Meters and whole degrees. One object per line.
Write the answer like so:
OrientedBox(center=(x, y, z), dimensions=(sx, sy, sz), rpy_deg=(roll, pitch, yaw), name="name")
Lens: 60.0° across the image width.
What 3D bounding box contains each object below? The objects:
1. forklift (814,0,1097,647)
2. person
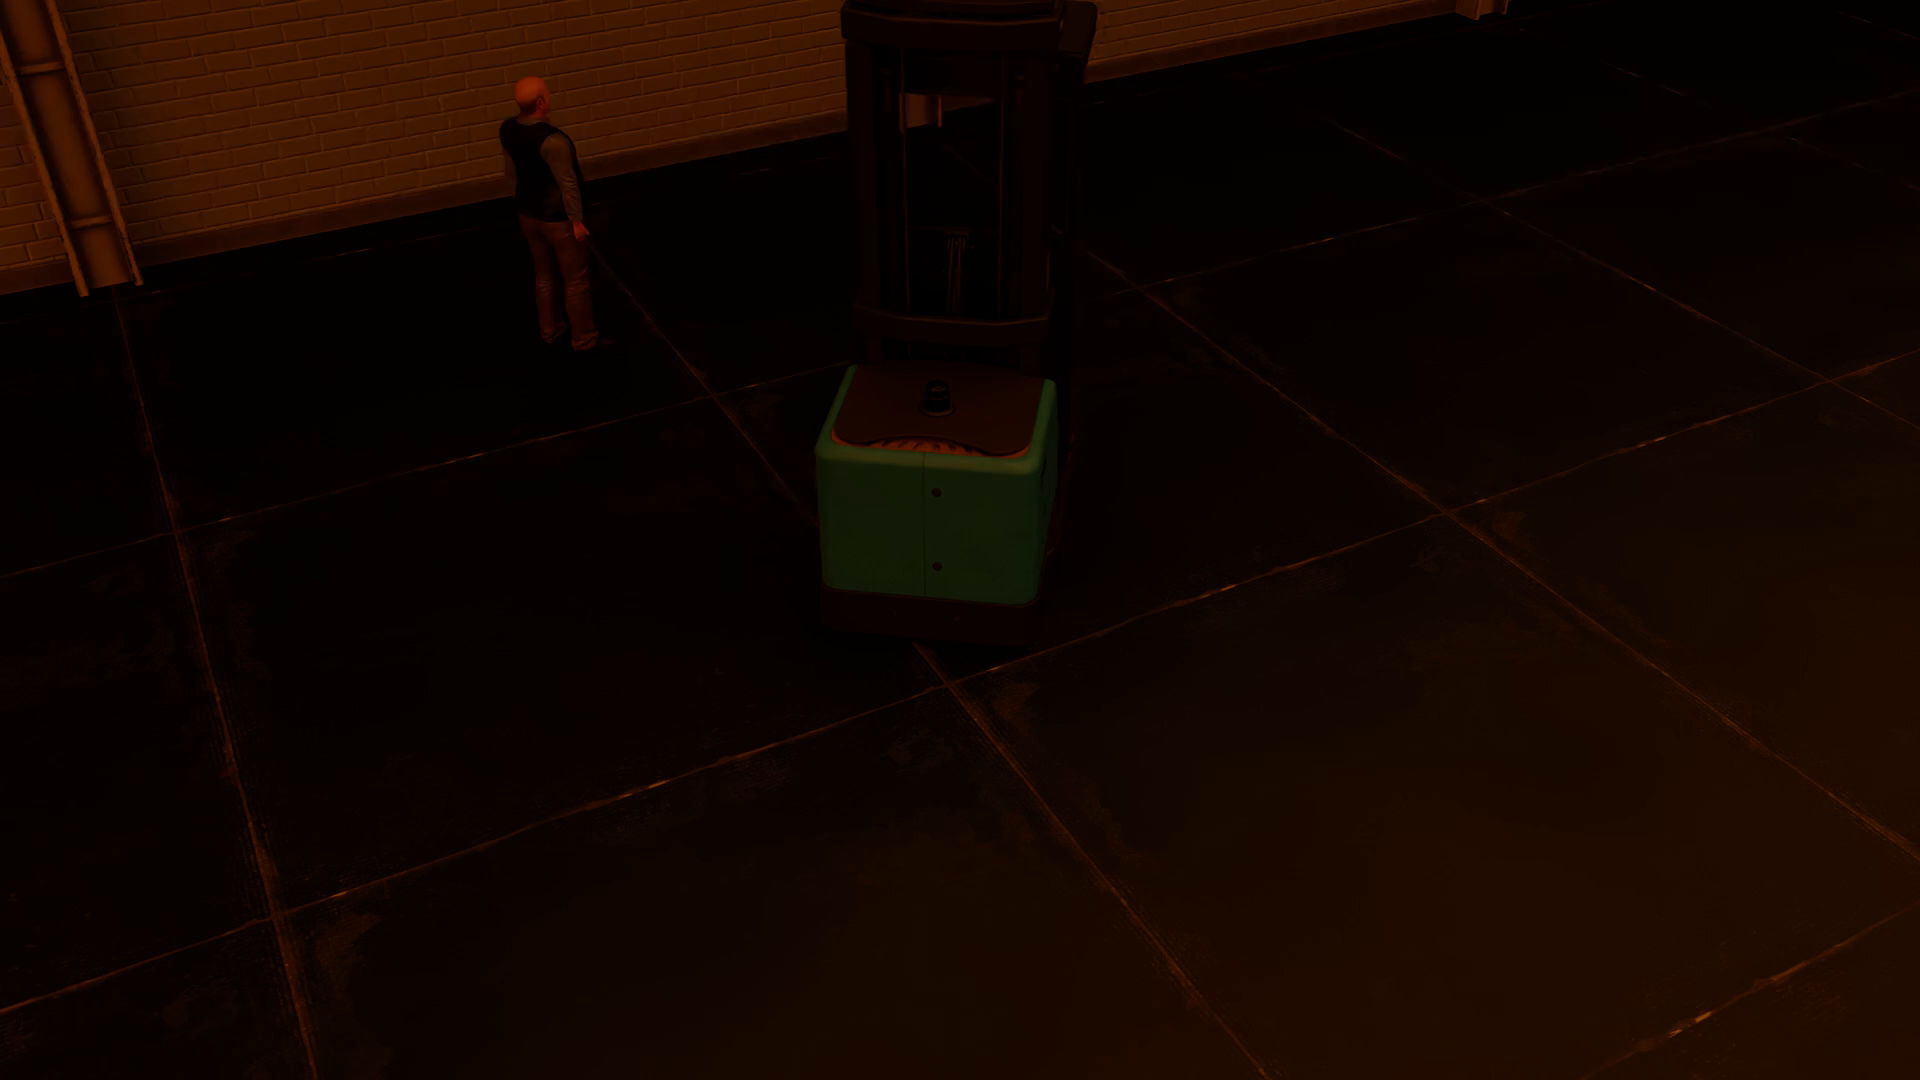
OrientedBox(center=(0.059, -1.533, 8.292), dimensions=(1.130, 2.935, 3.031), rpy_deg=(5, 36, 7), name="forklift")
OrientedBox(center=(-2.415, -1.922, 9.892), dimensions=(0.525, 1.725, 0.372), rpy_deg=(20, 40, 25), name="person")
